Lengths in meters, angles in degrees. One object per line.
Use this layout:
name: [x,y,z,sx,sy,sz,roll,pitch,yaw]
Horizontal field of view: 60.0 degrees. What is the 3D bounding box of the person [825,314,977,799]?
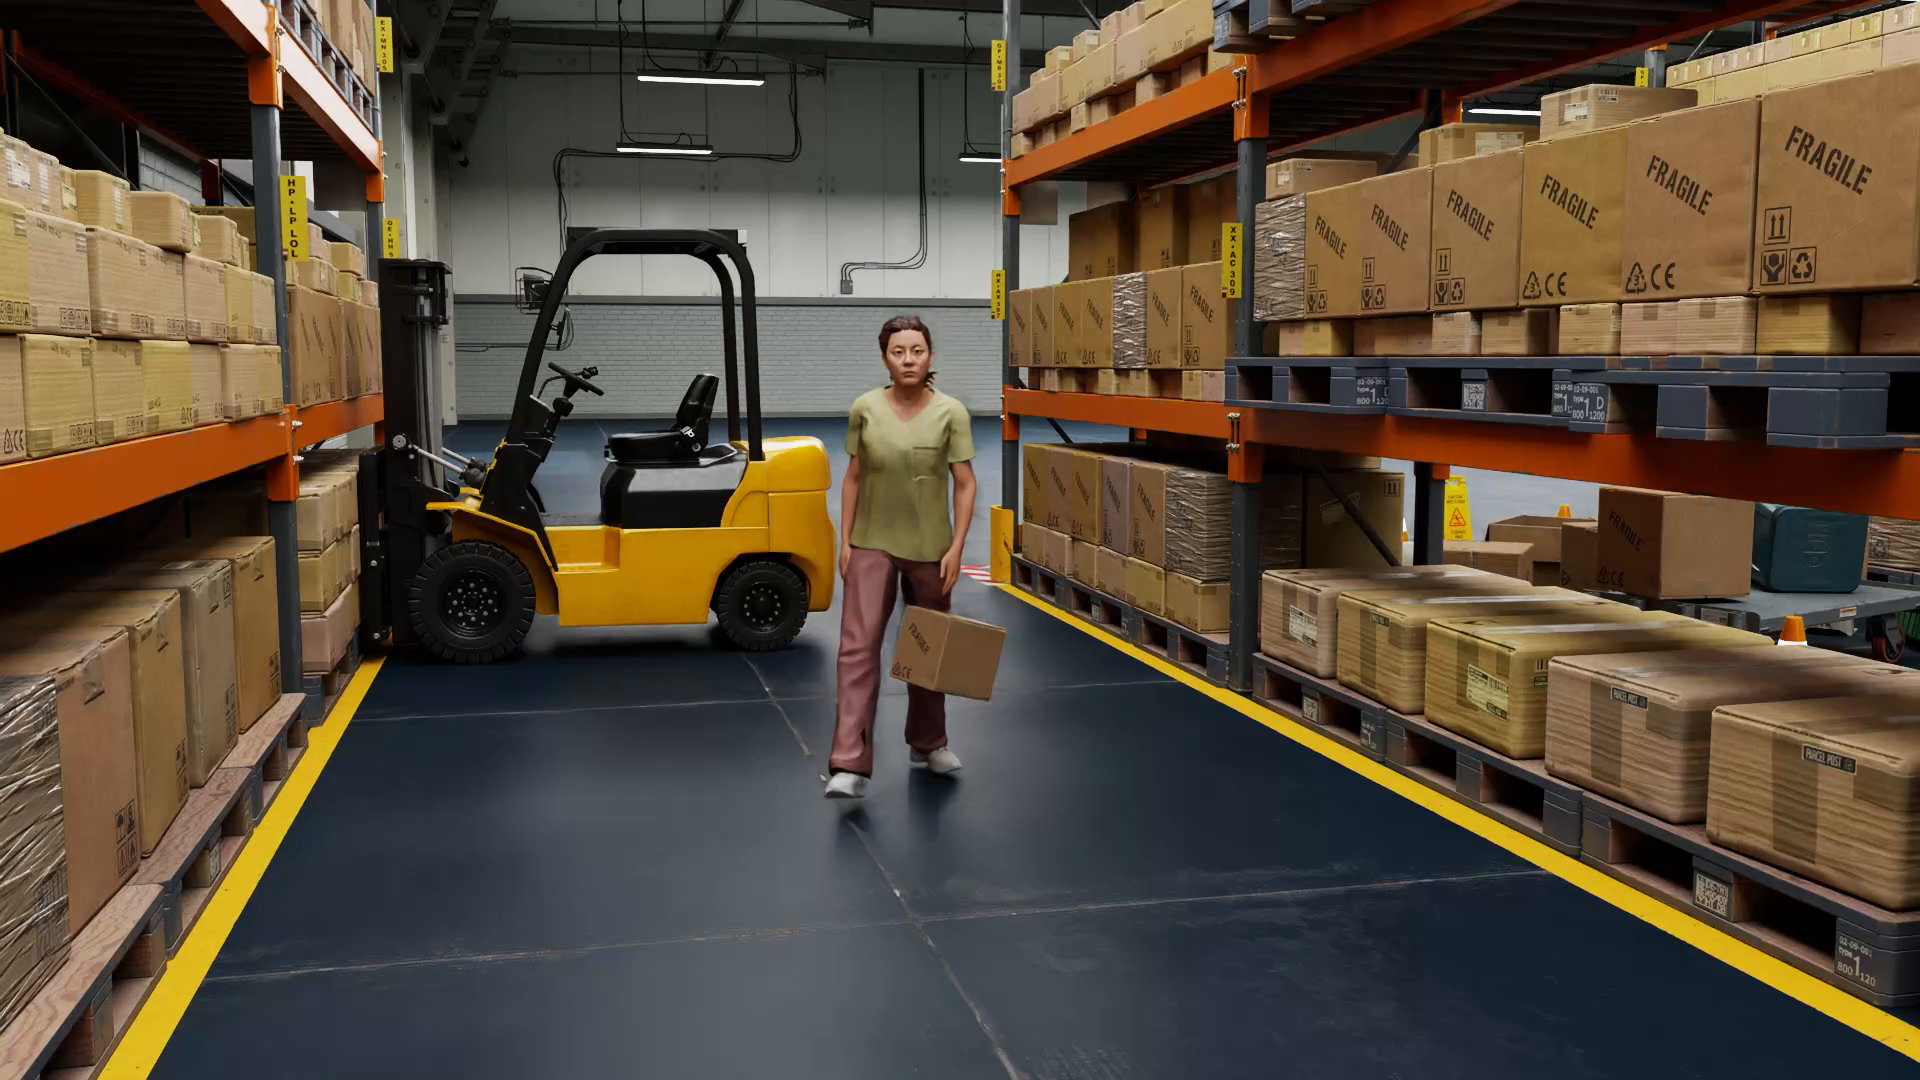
person: [-0.190,0.049,5.697,0.499,1.631,0.864,0,6,0]
